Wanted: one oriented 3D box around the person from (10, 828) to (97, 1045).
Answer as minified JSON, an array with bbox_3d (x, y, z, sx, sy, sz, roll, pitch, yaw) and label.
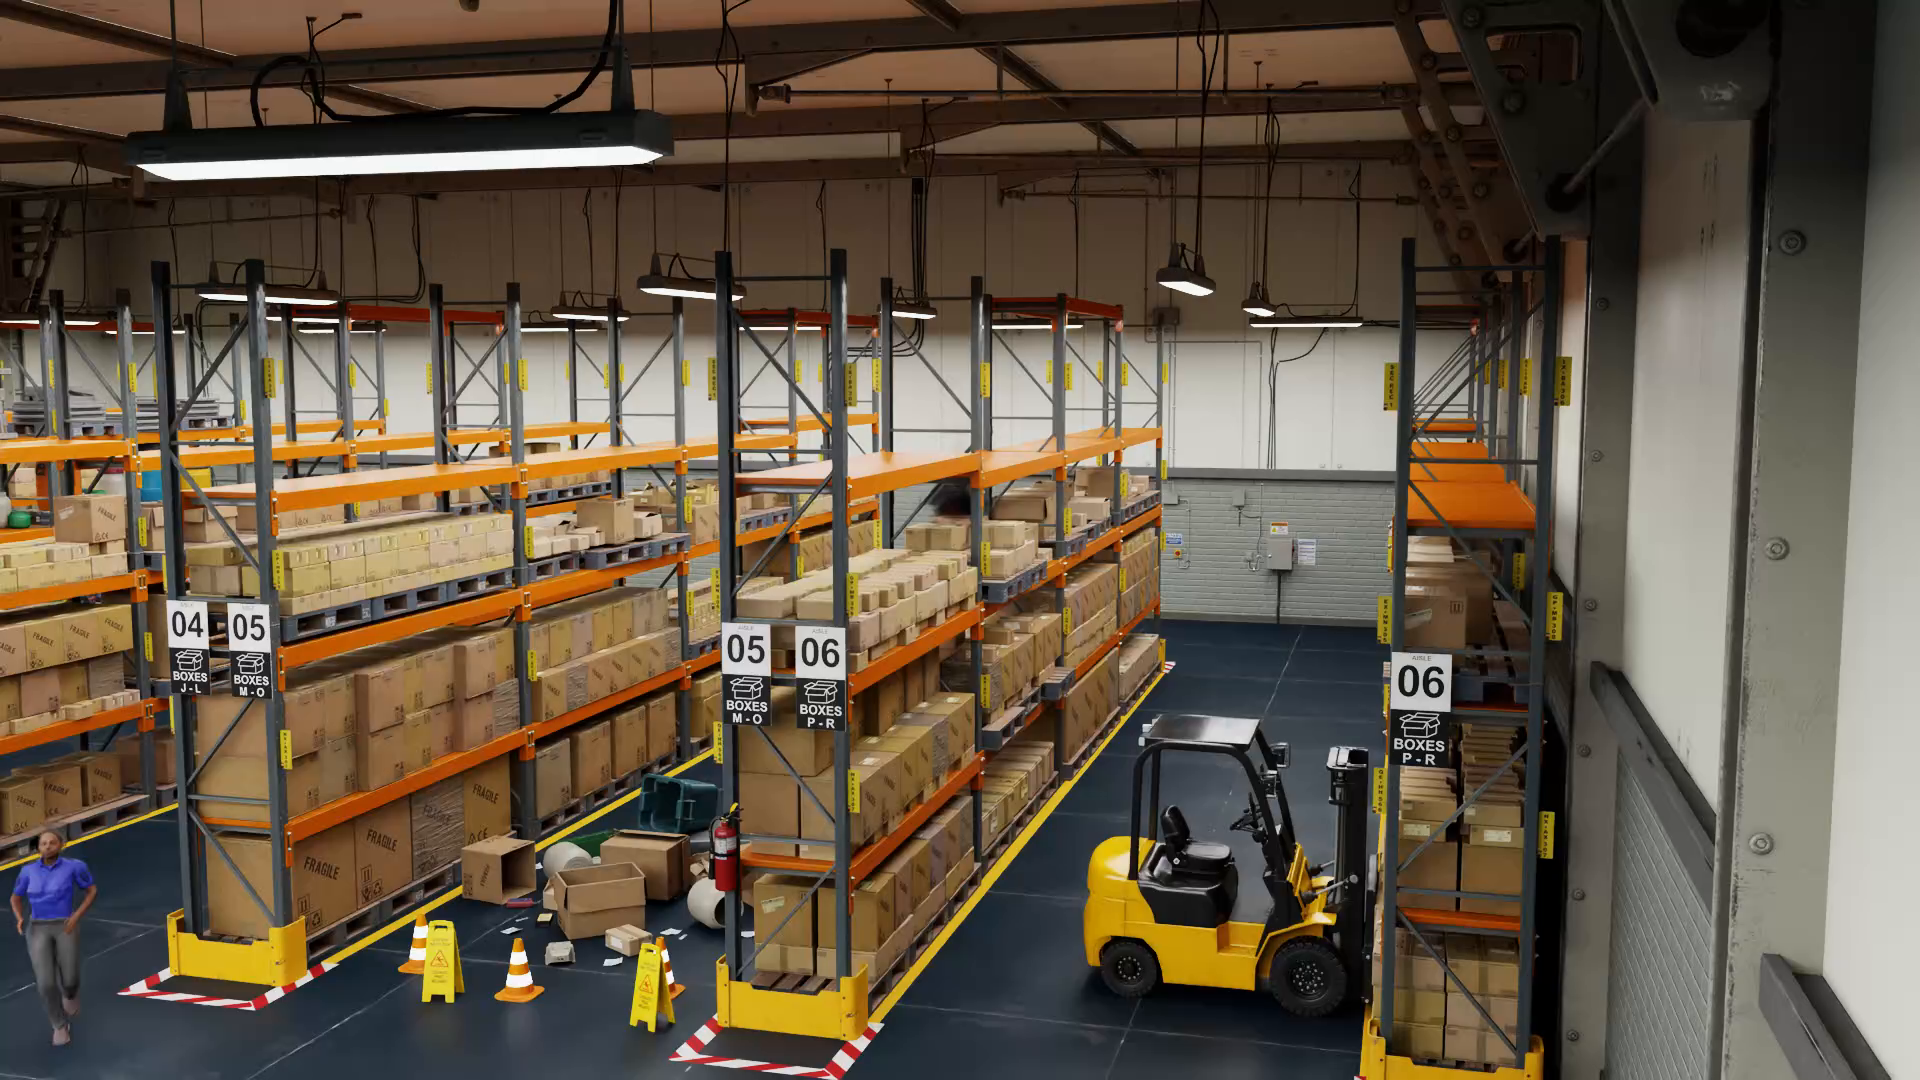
[{"bbox_3d":[-6.984,3.082,12.842,0.600,1.559,0.571,-3,7,-25],"label":"person"}]
